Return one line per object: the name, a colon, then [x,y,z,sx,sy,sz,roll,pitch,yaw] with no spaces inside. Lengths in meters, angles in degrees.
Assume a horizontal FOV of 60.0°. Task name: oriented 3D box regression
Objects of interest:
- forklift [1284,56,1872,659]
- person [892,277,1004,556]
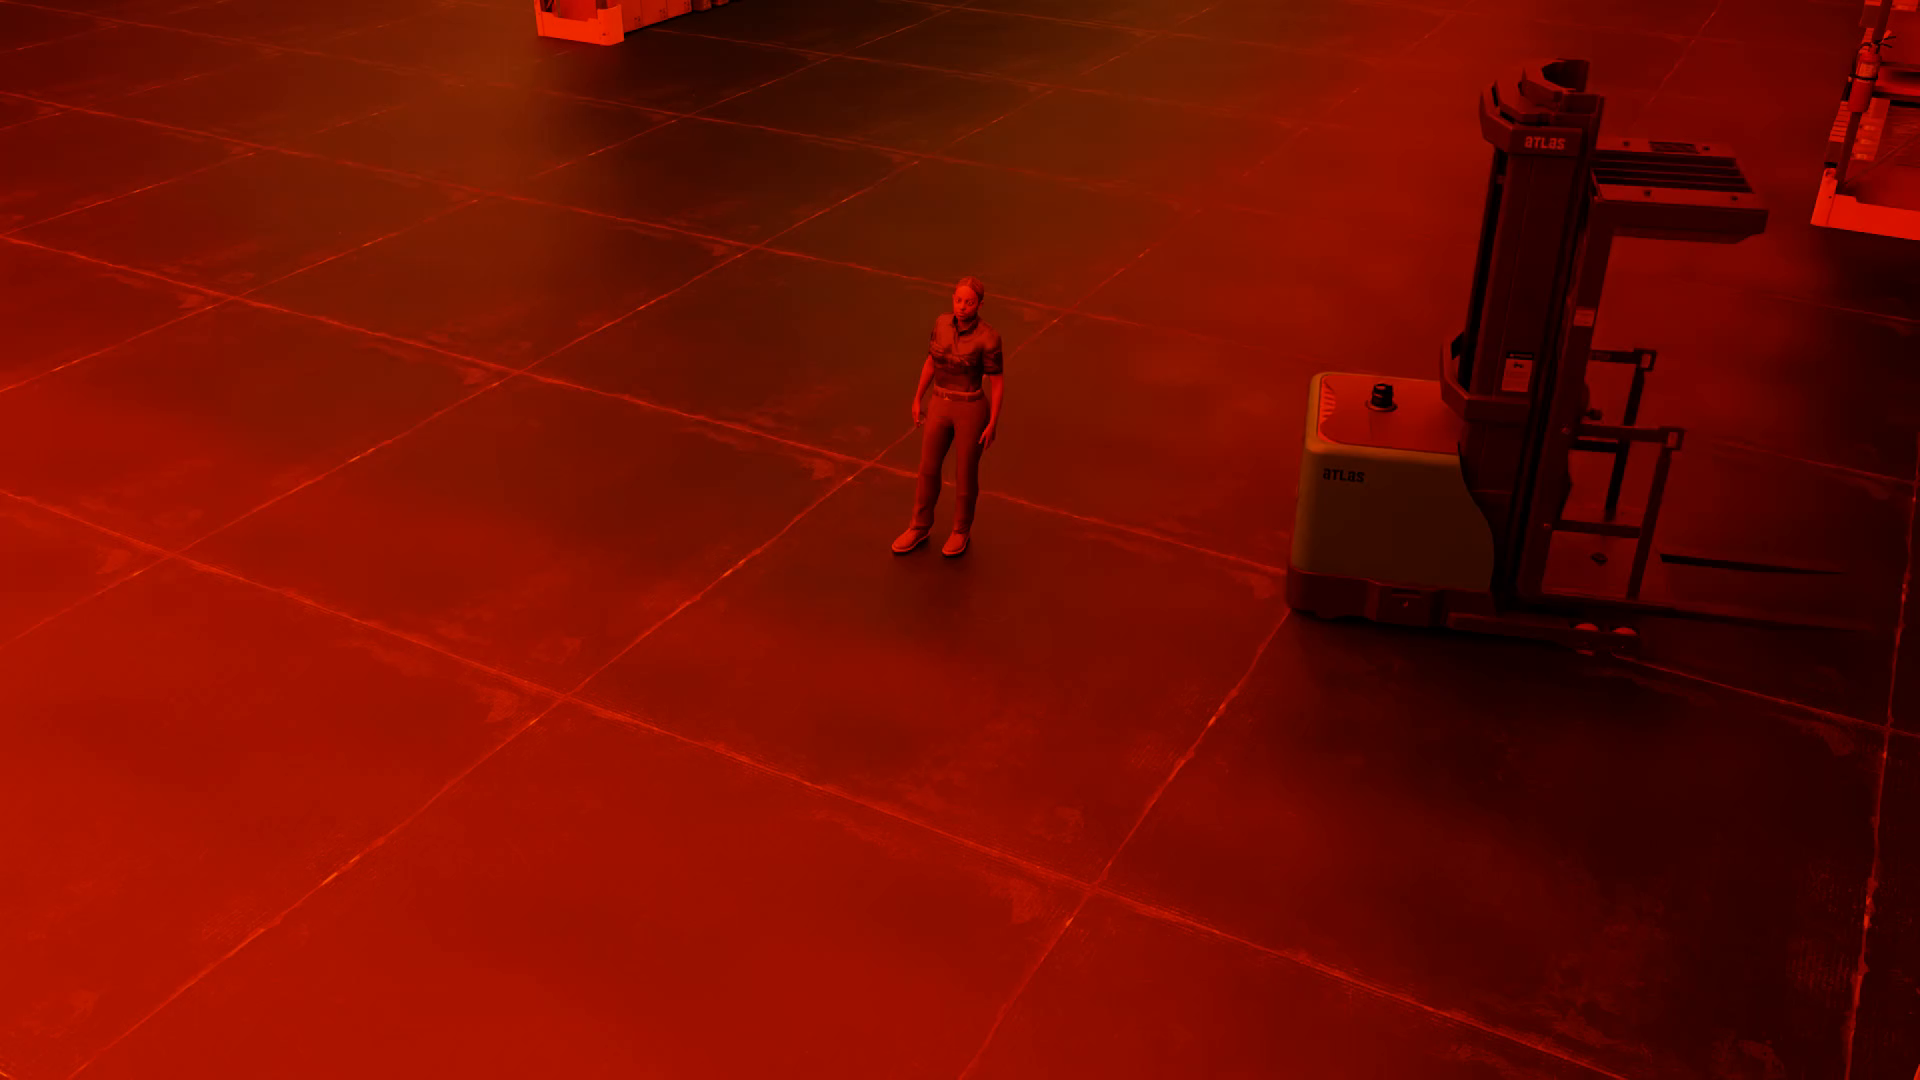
forklift: [3.384,-0.924,8.672,3.031,2.935,1.130,6,31,11]
person: [-0.060,-0.689,9.528,0.570,1.654,0.504,15,33,25]
